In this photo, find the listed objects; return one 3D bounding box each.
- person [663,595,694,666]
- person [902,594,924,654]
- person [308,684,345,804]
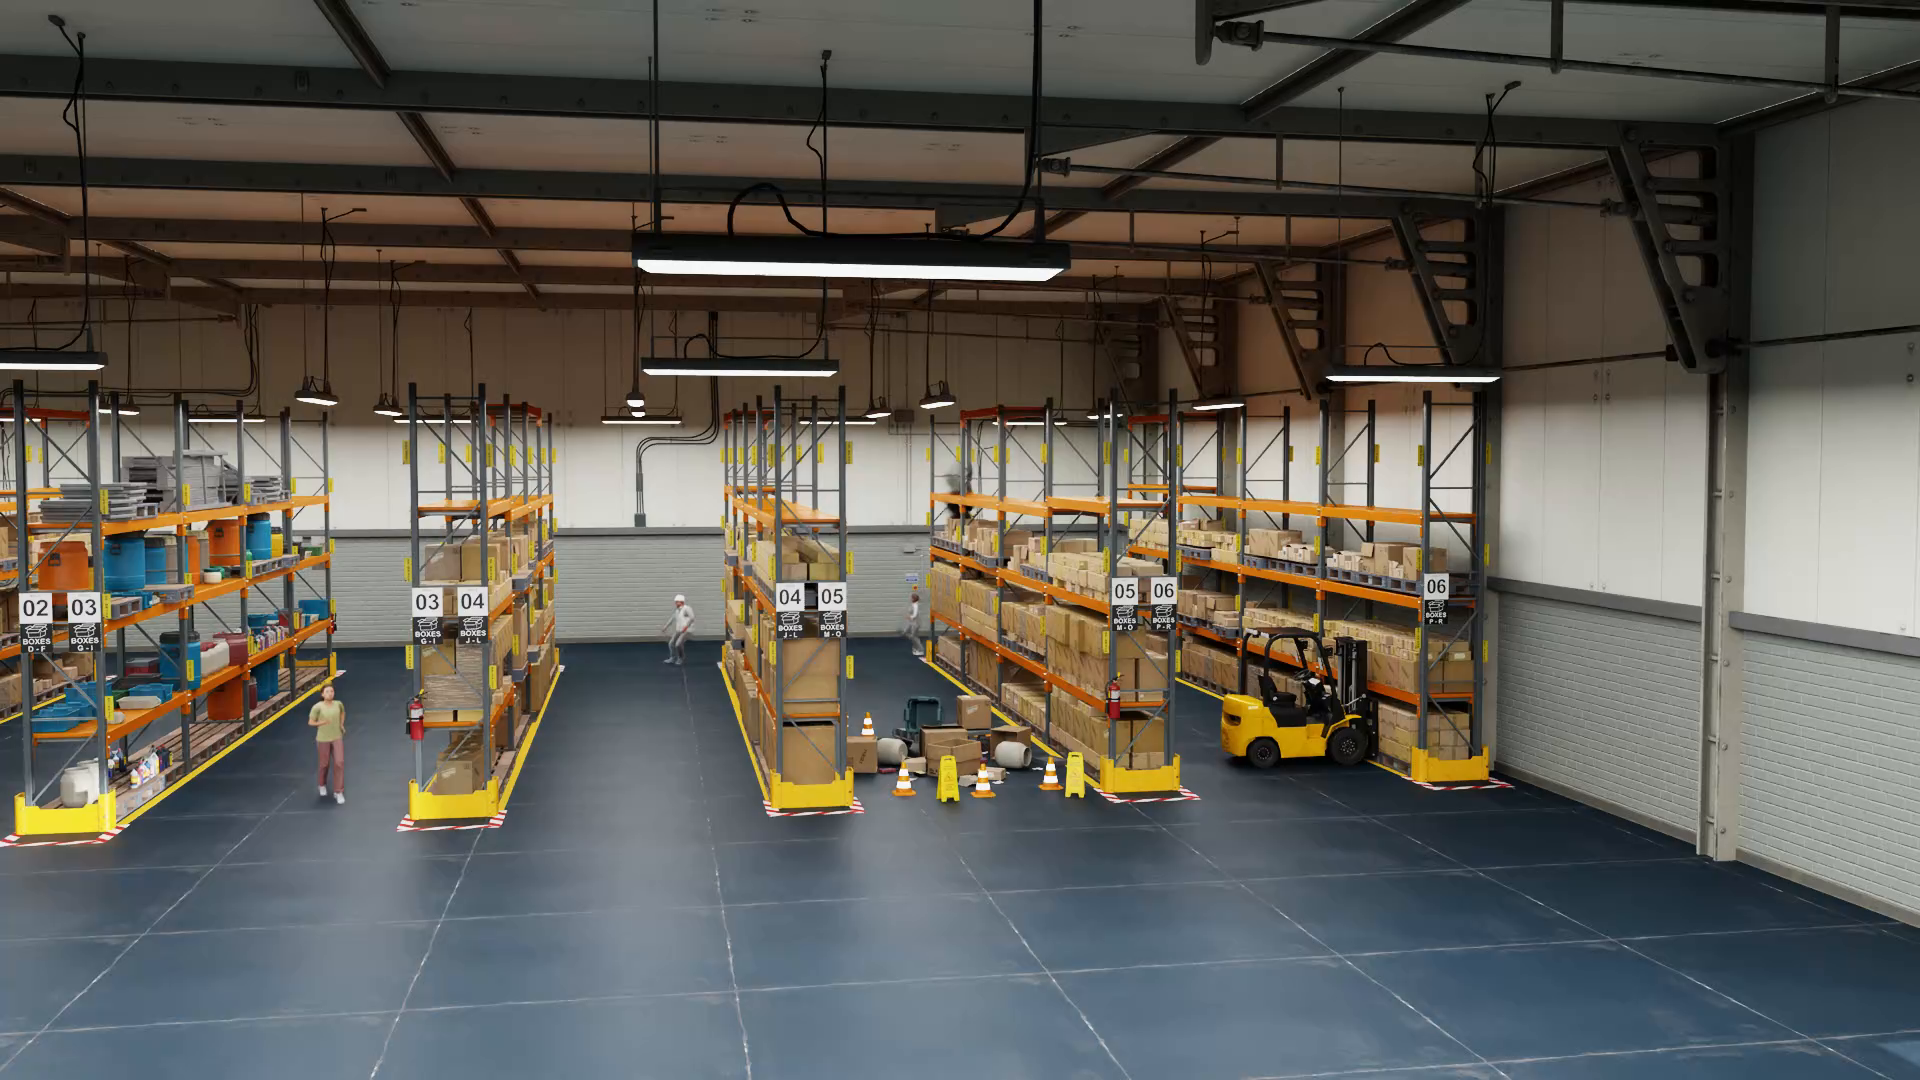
[{"bbox_3d":[-6.742,2.161,39.863,0.920,1.710,0.534,2,4,40],"label":"person"},{"bbox_3d":[-1.149,2.106,41.619,0.550,1.549,0.548,-1,3,-13],"label":"person"},{"bbox_3d":[-9.134,2.919,24.071,0.569,1.685,0.884,-2,4,-35],"label":"person"}]
